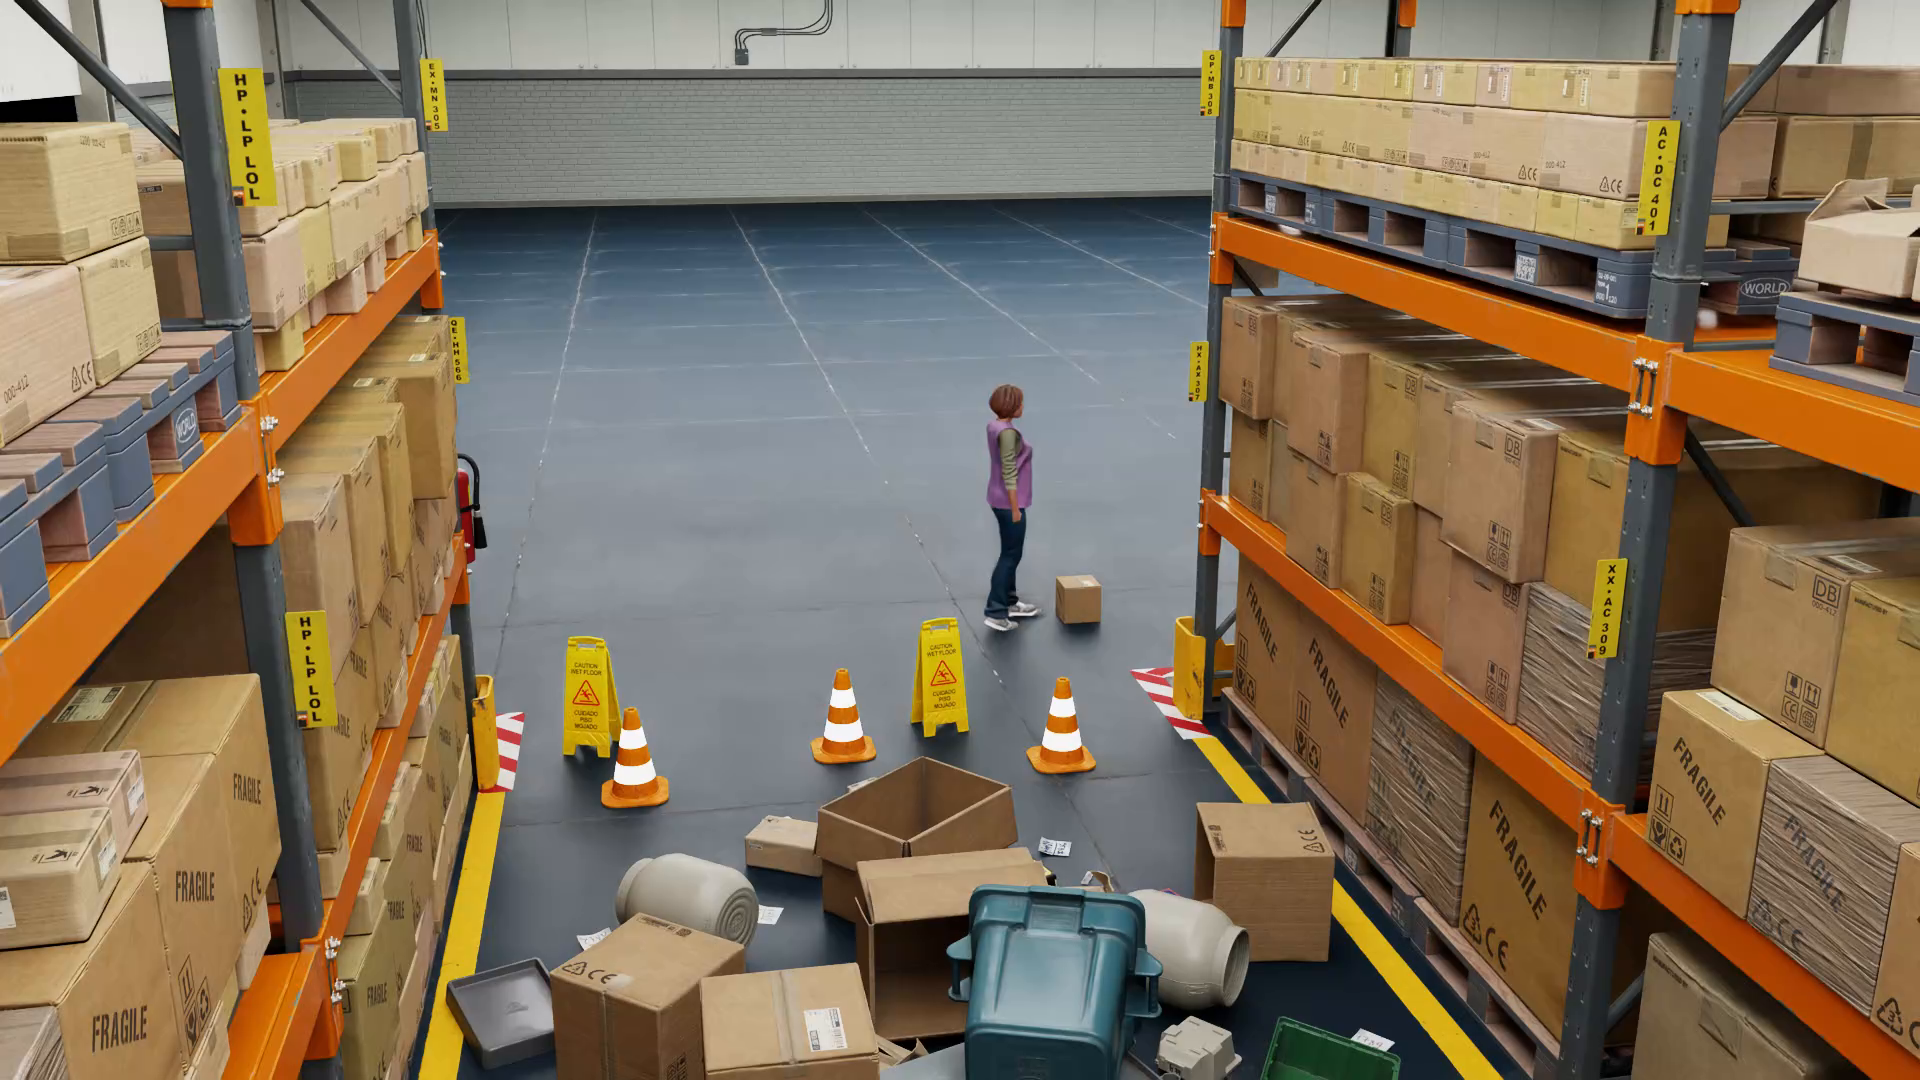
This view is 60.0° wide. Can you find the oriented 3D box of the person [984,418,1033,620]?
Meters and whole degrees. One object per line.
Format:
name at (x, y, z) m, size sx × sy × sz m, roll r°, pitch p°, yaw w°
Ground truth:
person at (0.297, -0.149, 10.834) m, size 0.339 × 1.306 × 0.428 m, roll -3°, pitch 17°, yaw -9°
